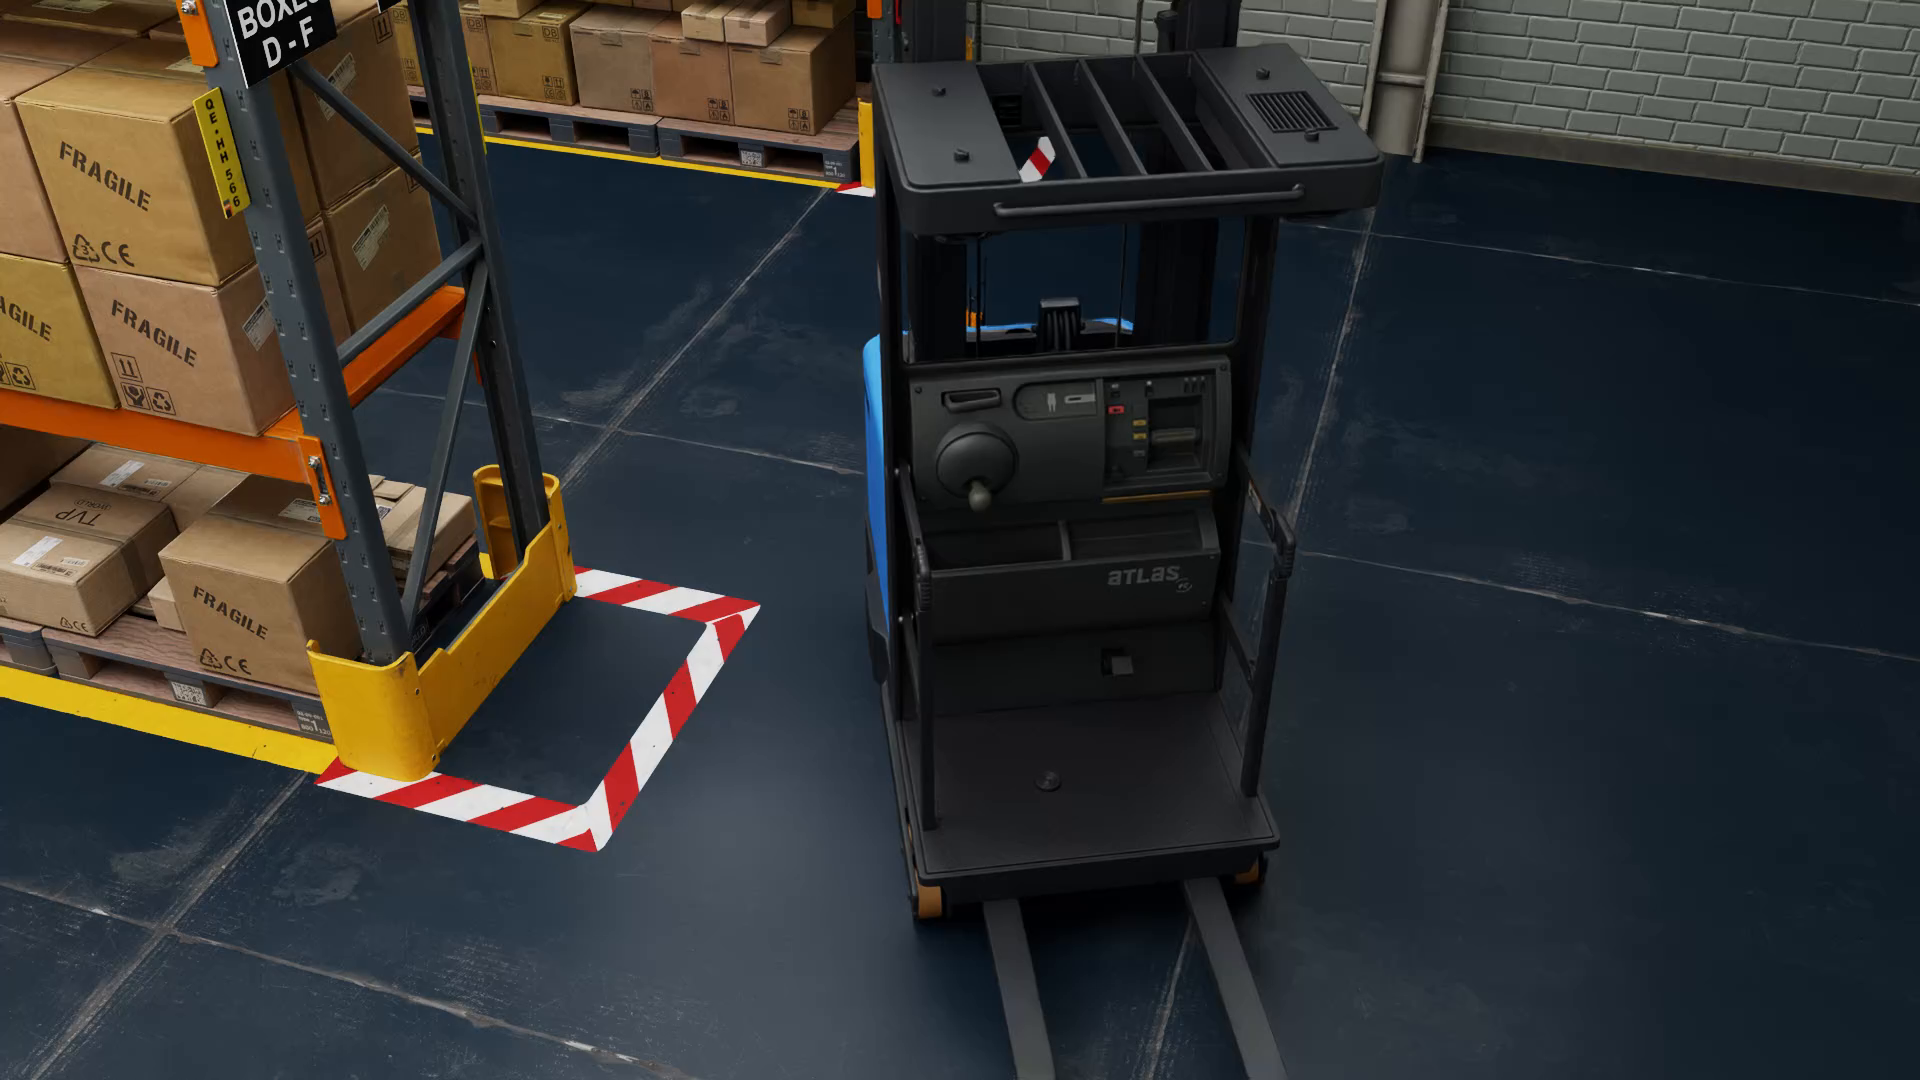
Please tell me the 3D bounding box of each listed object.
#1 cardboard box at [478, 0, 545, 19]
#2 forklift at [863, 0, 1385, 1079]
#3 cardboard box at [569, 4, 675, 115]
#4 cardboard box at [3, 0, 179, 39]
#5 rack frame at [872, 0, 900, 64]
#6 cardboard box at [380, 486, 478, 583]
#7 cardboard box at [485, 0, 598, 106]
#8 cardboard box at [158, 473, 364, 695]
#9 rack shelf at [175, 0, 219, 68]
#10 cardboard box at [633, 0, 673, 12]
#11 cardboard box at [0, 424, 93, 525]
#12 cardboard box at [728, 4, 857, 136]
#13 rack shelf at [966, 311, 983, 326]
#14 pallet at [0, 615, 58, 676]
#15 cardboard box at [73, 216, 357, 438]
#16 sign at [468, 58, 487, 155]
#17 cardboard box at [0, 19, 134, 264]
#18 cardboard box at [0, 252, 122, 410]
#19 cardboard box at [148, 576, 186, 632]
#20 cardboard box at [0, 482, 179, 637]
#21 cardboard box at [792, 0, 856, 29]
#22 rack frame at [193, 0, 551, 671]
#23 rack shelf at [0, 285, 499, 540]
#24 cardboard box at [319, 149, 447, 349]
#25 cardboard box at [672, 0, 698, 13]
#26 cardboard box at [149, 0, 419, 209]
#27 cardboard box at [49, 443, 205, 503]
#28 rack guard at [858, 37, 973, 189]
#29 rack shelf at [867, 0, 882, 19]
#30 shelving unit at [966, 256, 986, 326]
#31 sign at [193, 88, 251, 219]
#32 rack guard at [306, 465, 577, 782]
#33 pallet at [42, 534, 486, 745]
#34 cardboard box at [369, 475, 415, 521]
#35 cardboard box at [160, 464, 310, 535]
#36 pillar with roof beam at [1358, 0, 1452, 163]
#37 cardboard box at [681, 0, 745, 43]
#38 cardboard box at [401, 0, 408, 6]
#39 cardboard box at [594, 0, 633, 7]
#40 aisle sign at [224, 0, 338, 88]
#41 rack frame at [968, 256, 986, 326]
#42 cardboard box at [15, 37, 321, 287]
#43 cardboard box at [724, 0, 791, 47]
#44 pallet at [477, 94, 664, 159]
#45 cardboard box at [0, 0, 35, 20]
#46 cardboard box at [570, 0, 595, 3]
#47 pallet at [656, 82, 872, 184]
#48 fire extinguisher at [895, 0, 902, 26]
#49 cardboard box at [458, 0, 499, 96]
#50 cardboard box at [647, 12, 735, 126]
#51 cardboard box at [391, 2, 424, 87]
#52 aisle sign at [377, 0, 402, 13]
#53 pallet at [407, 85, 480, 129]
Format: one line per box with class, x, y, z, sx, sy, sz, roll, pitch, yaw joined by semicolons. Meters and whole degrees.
cardboard box;-2.633;-3.214;9.793;0.250;0.149;0.380;9;37;13
forklift;0.355;-0.234;4.596;1.130;2.935;3.031;-5;37;-6
cardboard box;-1.925;-2.935;9.962;0.500;0.500;0.700;9;37;12
cardboard box;-2.589;-1.484;5.308;0.500;0.500;0.500;11;38;14
rack frame;-0.269;-3.529;9.014;0.127;3.000;1.000;10;38;14
cardboard box;-2.040;-0.023;6.285;0.250;0.149;0.380;10;38;14
cardboard box;-2.436;-3.026;10.085;0.500;0.500;0.700;11;38;15
cardboard box;-2.335;0.147;5.757;0.500;0.500;0.500;10;38;14
rack shelf;-3.652;-1.997;5.010;4.000;0.370;1.077;10;38;14
cardboard box;-1.754;-3.289;9.895;0.250;0.149;0.380;11;38;15
cardboard box;-3.766;-0.275;6.328;0.637;0.503;0.797;10;38;14
cardboard box;-0.967;-2.759;9.722;0.500;0.500;0.700;10;38;14
rack shelf;-0.026;-0.770;6.251;0.180;0.103;0.258;9;37;12
pallet;-3.737;0.027;6.535;1.213;0.211;1.003;10;38;14
cardboard box;-2.251;-0.691;5.074;0.500;0.500;0.500;12;38;15
sign;-1.581;-1.381;5.366;0.005;0.325;0.100;10;38;14
cardboard box;-2.732;-1.180;4.895;0.500;0.500;0.500;12;38;15
cardboard box;-2.748;-0.781;5.196;0.500;0.500;0.500;11;38;14
cardboard box;-2.695;0.159;6.022;0.250;0.166;0.380;10;38;14
cardboard box;-3.233;0.063;6.082;0.500;0.250;0.500;10;38;14
cardboard box;-0.788;-3.111;9.653;0.250;0.149;0.380;11;38;14
rack frame;-1.743;-0.726;5.205;0.127;3.000;1.000;10;38;14
rack shelf;-3.652;-0.789;5.899;4.000;0.370;1.077;10;38;14
cardboard box;-2.088;-0.993;5.485;0.500;0.500;0.500;11;38;15
cardboard box;-1.511;-3.244;9.835;0.250;0.149;0.380;11;38;14
cardboard box;-2.088;-1.396;5.188;0.500;0.500;0.500;12;38;15
cardboard box;-3.132;-0.229;6.479;0.500;0.250;0.500;10;38;14
rack guard;-0.246;-2.518;9.749;0.348;0.500;1.175;10;38;14
rack shelf;-2.178;-3.593;9.708;4.000;0.370;1.077;10;38;14
shelving unit;-0.026;-0.516;6.438;0.189;1.200;0.258;9;37;12
sign;-1.927;-1.009;4.346;0.005;0.325;0.100;10;38;14
rack guard;-1.815;0.268;5.964;0.348;0.500;1.175;10;38;14
pallet;-2.576;0.244;6.241;1.213;0.211;1.003;10;38;14
cardboard box;-2.278;-0.074;6.339;0.250;0.166;0.380;10;38;14
cardboard box;-2.654;-0.140;6.359;0.500;0.250;0.500;10;38;14
pillar with roof beam;1.282;-3.521;3.943;0.400;9.000;9.100;10;38;14
cardboard box;-1.388;-2.984;9.481;0.250;0.149;0.380;11;38;15
cardboard box;-3.131;-3.306;9.918;0.250;0.149;0.380;12;38;15
cardboard box;-1.999;-3.334;9.956;0.250;0.149;0.380;11;38;14
aisle sign;-1.769;-1.587;4.183;0.004;0.787;0.394;10;38;14
rack frame;0.062;-0.501;6.419;0.006;1.200;0.240;9;37;12
cardboard box;-2.249;-1.092;4.775;0.500;0.500;0.500;10;38;13
cardboard box;-1.144;-2.939;9.420;0.250;0.149;0.380;10;38;13
pallet;-2.216;-2.720;10.267;1.213;0.211;1.003;10;38;14
cardboard box;-3.065;-1.575;5.432;0.500;0.500;0.500;11;38;15
cardboard box;-2.240;-3.379;10.018;0.250;0.149;0.380;10;37;13
pallet;-1.056;-2.503;9.973;1.213;0.211;1.003;10;38;14
fire extinguisher;-0.263;-3.060;8.757;0.183;0.674;0.296;10;38;14
cardboard box;-2.925;-3.118;10.210;0.500;0.500;0.700;10;38;13
cardboard box;-1.445;-2.847;9.842;0.500;0.500;0.700;10;38;14
cardboard box;-3.404;-3.208;10.333;0.500;0.500;0.700;11;38;14
aisle sign;-1.590;-1.927;4.644;0.004;0.787;0.394;10;38;14
pallet;-3.385;-2.934;10.559;1.213;0.211;1.003;10;38;14
